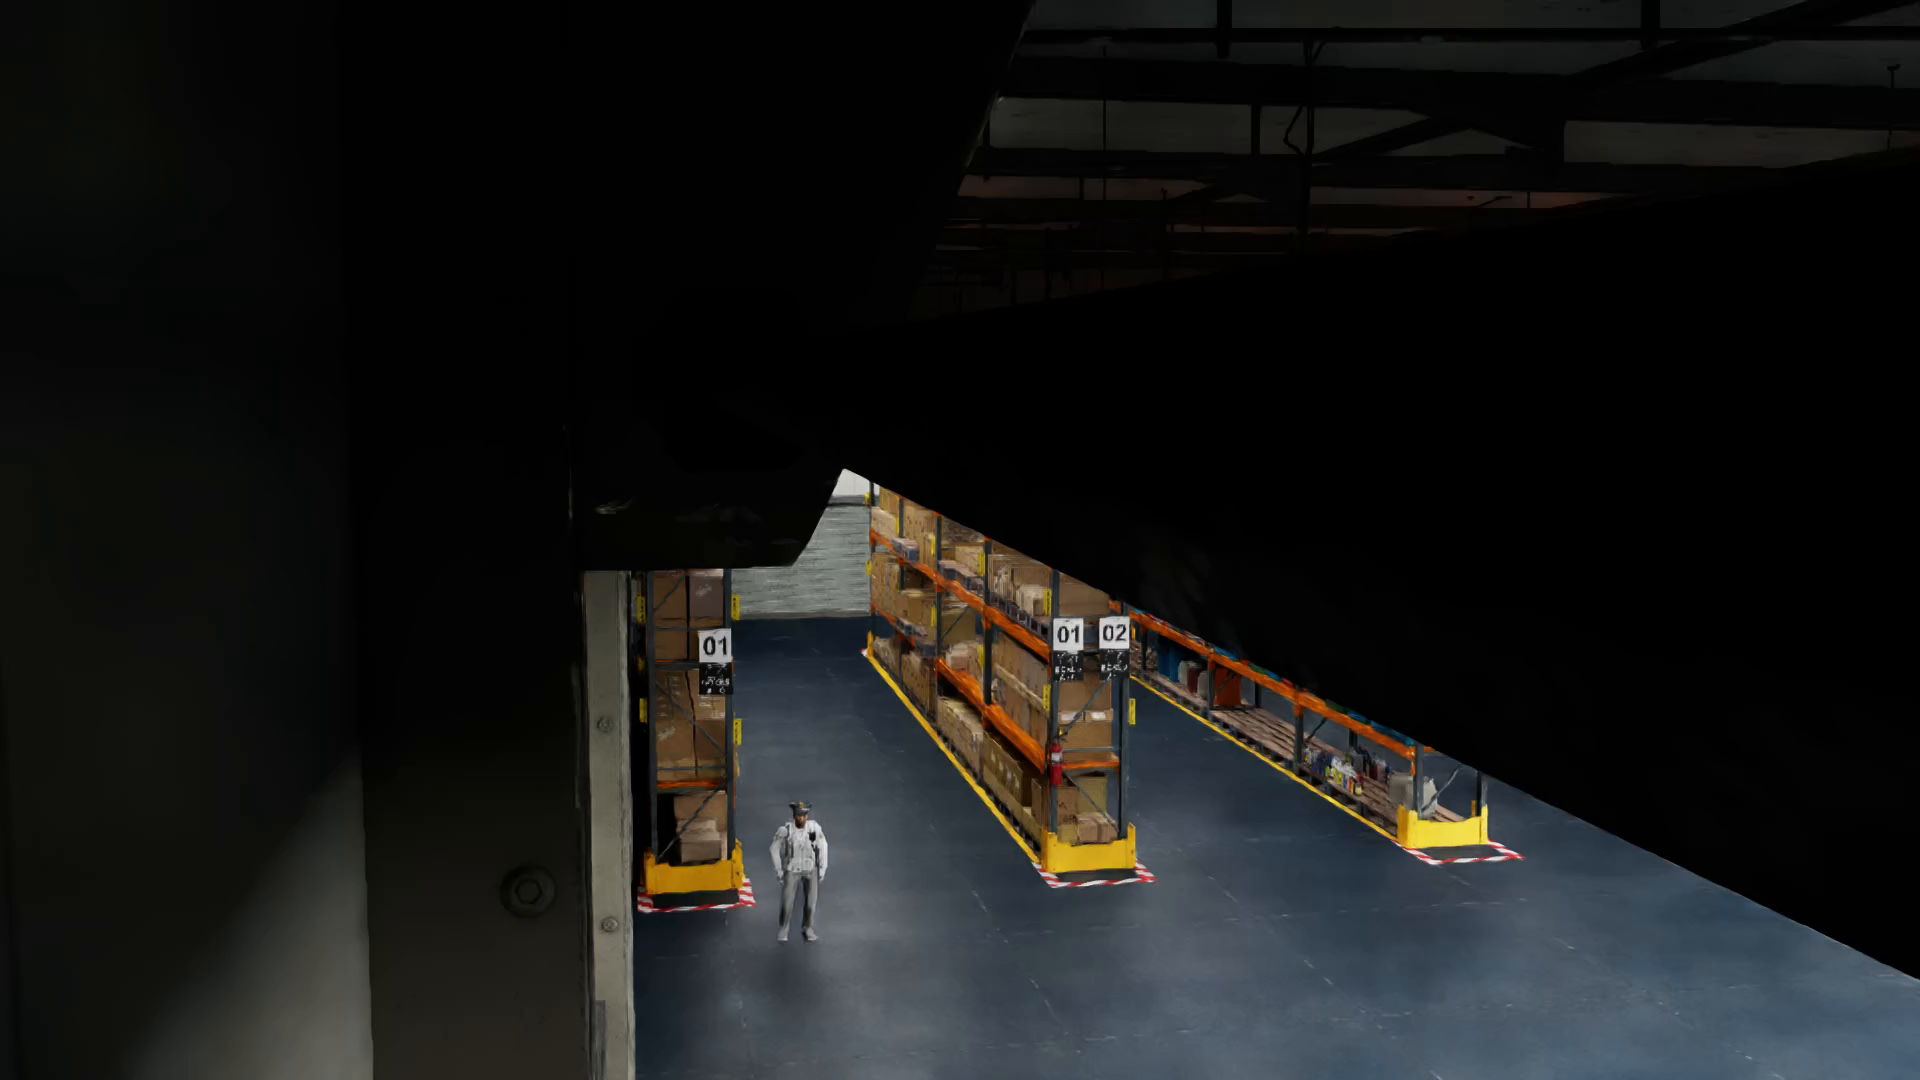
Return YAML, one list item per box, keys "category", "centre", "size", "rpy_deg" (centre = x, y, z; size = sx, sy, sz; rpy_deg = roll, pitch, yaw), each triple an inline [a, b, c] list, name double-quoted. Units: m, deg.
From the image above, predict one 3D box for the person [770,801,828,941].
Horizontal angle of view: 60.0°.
- category: "person"
  centre: [-1.762, 3.623, 18.260]
  size: [0.639, 1.631, 0.502]
  rpy_deg: [-1, 6, -13]
